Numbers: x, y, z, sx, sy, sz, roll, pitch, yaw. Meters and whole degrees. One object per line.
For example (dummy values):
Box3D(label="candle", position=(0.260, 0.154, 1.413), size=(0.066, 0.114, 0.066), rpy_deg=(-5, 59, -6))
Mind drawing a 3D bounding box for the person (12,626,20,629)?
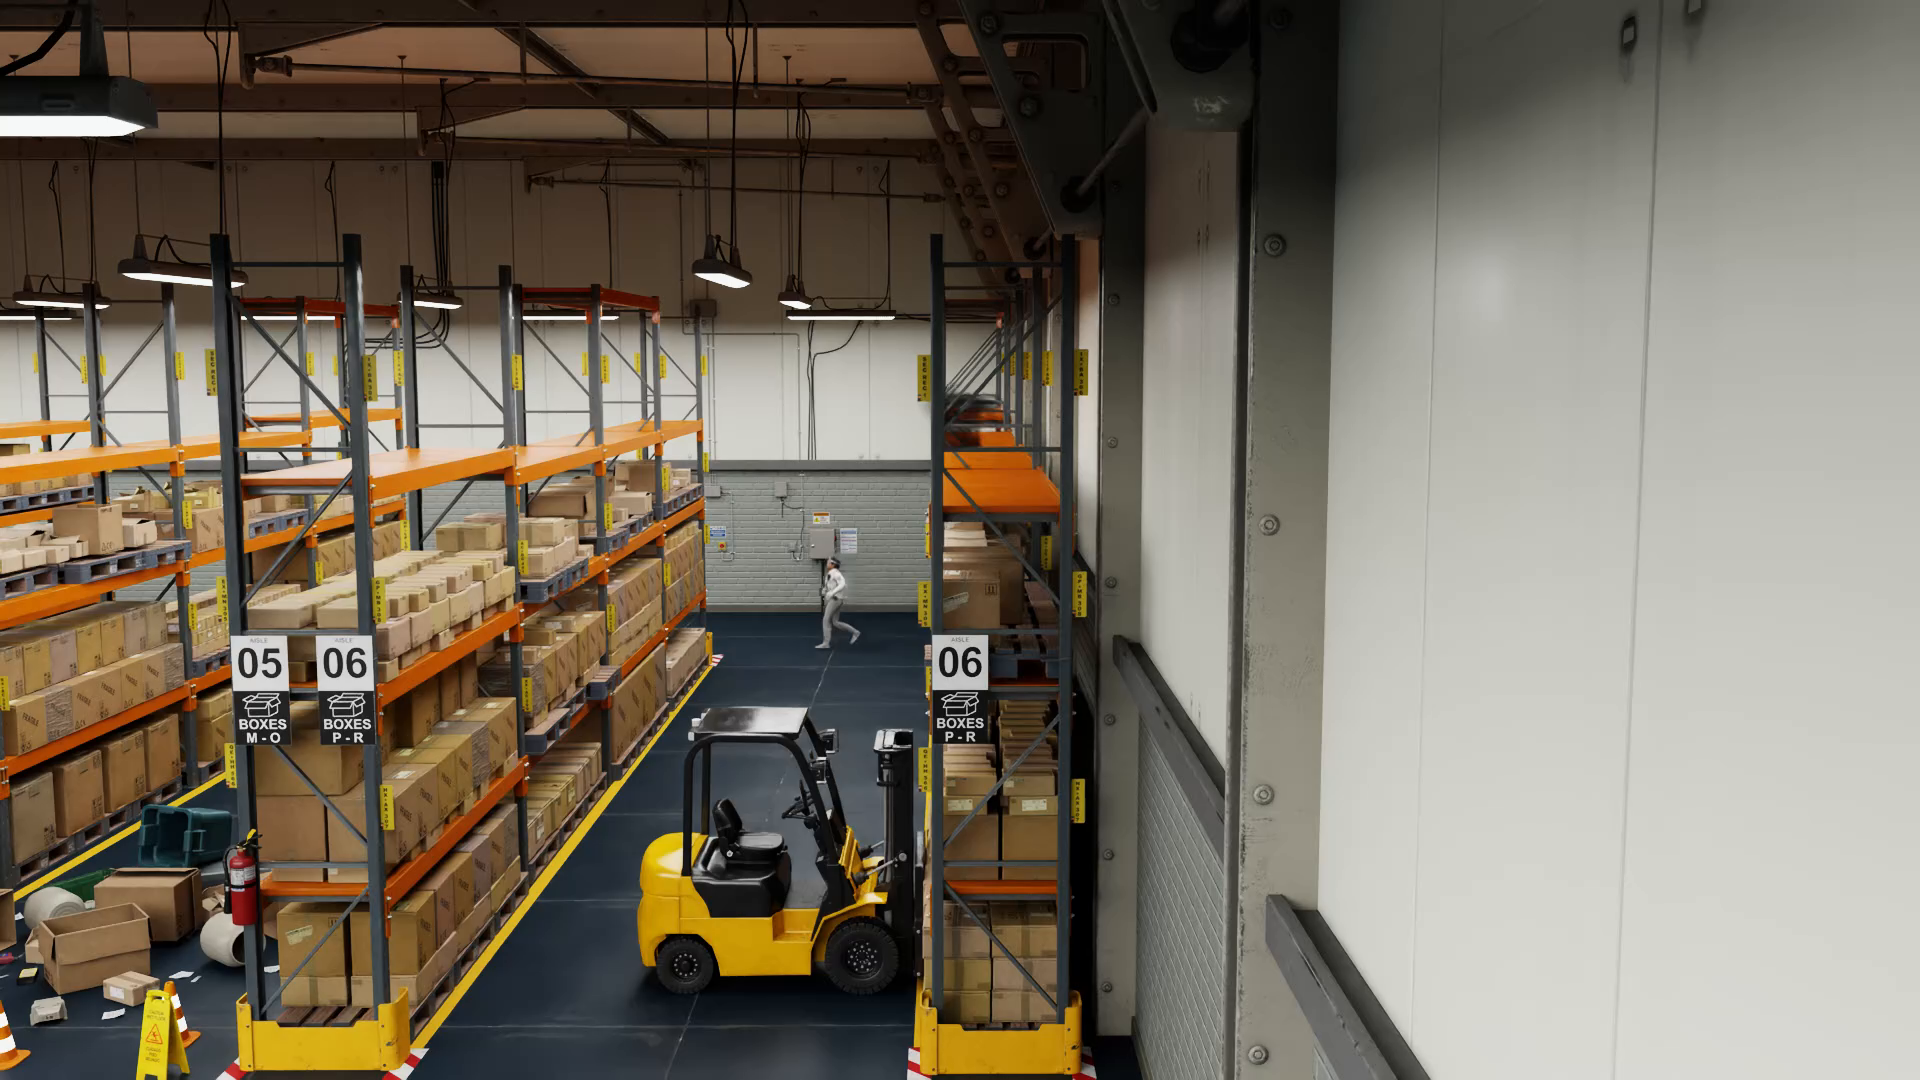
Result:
Box3D(label="person", position=(-12.591, 1.902, 22.554), size=(0.598, 1.574, 0.728), rpy_deg=(-2, 7, -16))

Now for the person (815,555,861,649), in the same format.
Box3D(label="person", position=(-2.192, 1.085, 29.571), size=(0.828, 1.647, 0.651), rpy_deg=(-1, 6, -9))
